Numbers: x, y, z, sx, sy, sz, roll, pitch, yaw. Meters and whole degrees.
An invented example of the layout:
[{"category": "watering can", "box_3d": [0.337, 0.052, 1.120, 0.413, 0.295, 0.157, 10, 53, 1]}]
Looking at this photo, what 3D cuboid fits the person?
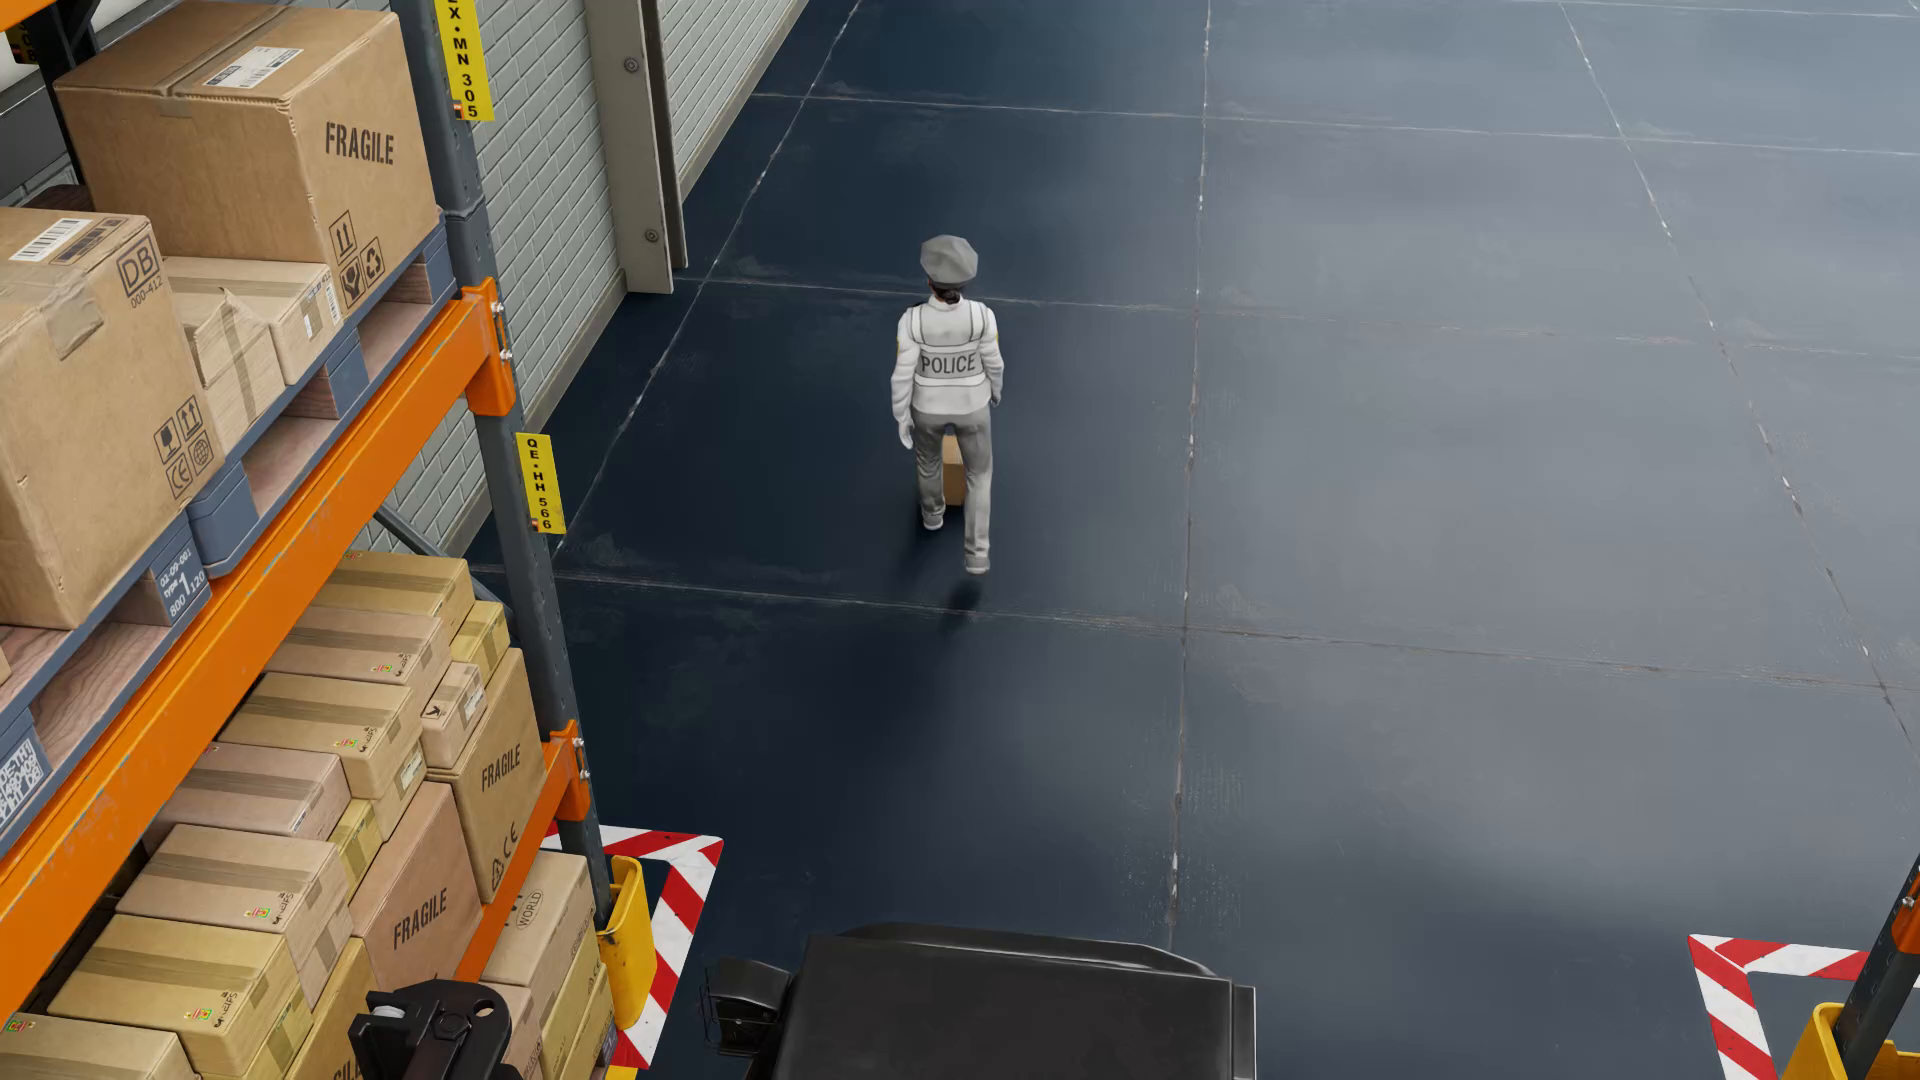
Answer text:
[{"category": "person", "box_3d": [-0.052, -0.627, 7.467, 0.496, 1.657, 0.843, 1, 36, 1]}]
